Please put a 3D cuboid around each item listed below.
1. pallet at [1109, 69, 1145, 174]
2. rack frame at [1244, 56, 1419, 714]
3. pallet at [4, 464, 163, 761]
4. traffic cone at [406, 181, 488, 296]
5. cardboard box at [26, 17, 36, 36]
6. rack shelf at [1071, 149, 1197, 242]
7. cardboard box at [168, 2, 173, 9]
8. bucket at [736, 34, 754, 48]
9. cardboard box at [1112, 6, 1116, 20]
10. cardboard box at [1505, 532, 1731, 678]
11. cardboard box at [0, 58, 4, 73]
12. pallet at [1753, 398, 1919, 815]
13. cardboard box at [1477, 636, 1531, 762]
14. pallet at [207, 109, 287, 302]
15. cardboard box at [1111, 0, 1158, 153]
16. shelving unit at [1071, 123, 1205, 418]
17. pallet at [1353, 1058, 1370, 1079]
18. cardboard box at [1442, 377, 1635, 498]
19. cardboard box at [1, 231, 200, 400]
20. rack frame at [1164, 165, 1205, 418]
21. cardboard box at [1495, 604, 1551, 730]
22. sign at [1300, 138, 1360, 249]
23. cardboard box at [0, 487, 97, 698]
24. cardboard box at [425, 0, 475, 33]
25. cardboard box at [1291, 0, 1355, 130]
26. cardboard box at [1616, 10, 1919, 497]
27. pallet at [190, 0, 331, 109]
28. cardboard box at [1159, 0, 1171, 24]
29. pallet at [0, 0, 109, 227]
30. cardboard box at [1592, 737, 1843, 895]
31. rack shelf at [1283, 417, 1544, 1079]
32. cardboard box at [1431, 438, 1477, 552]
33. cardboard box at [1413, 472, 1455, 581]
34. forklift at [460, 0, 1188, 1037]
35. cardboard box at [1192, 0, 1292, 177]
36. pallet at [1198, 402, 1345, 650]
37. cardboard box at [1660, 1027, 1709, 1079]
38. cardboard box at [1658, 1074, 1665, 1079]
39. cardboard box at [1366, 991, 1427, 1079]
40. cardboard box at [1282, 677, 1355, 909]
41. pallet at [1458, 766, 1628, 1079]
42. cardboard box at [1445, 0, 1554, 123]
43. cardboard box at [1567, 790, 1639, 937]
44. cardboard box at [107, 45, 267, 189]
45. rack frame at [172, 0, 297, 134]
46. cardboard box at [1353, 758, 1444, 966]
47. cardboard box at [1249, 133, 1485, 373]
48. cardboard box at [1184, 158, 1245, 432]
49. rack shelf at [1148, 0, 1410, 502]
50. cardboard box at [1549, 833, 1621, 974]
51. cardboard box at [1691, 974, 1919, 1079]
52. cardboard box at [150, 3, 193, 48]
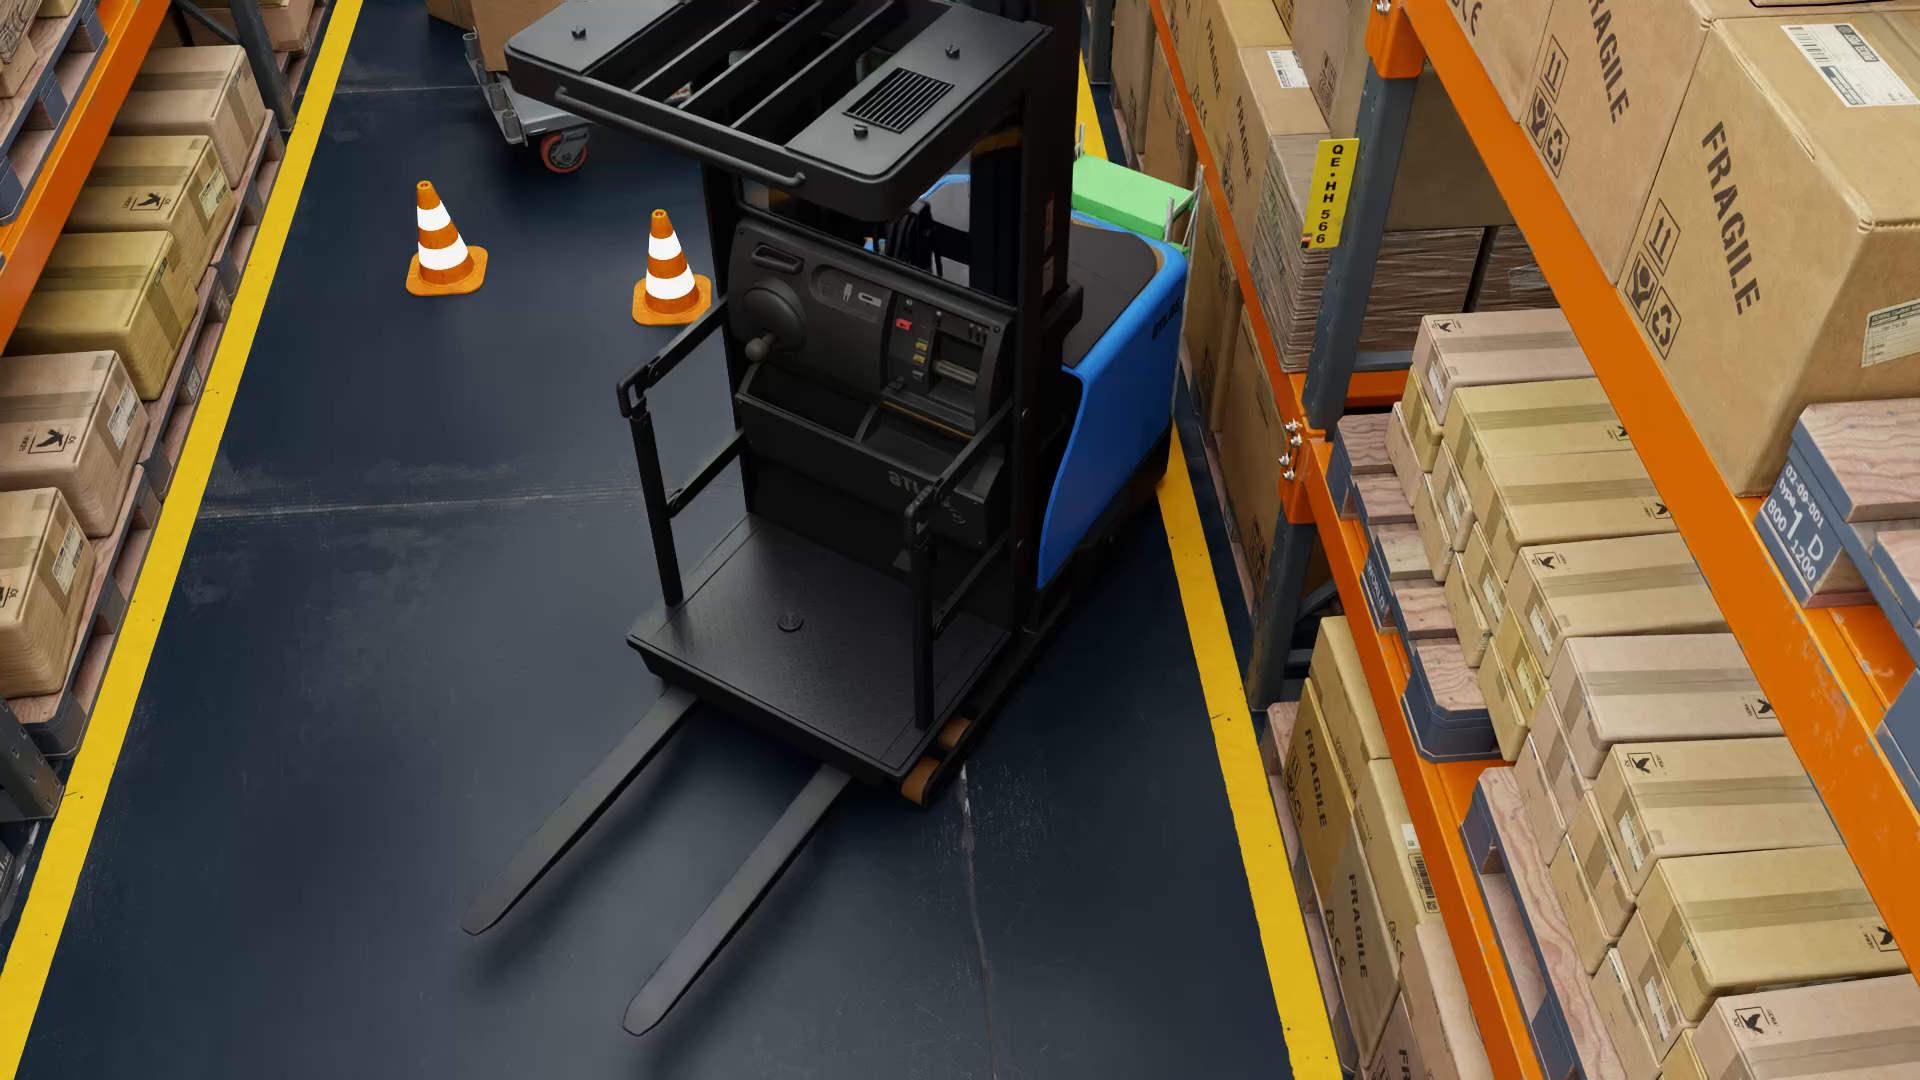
[{"bbox_3d":[1.293,-1.894,7.898,1.003,0.211,1.213,-3,47,-3],"label":"pallet"},{"bbox_3d":[1.488,-0.512,4.669,1.000,3.000,0.127,-3,47,-3],"label":"rack frame"},{"bbox_3d":[-3.500,0.255,5.863,1.003,0.211,1.213,-3,47,-3],"label":"pallet"},{"bbox_3d":[-2.272,-1.348,7.208,0.336,0.463,0.334,-3,47,-3],"label":"traffic cone"},{"bbox_3d":[-3.462,-1.799,5.772,0.380,0.149,0.250,-5,47,-5],"label":"cardboard box"},{"bbox_3d":[0.584,-1.214,6.000,0.480,0.148,0.258,26,52,22],"label":"rack shelf"},{"bbox_3d":[-4.088,-2.901,8.019,0.500,0.500,0.500,-4,47,-4],"label":"cardboard box"},{"bbox_3d":[-1.155,-2.762,8.007,0.726,0.611,0.620,11,58,10],"label":"bucket"},{"bbox_3d":[1.171,-3.279,8.464,0.875,0.875,0.875,-3,47,-3],"label":"cardboard box"},{"bbox_3d":[1.397,0.135,3.530,0.380,0.149,0.250,-5,47,-5],"label":"cardboard box"},{"bbox_3d":[-3.345,-1.519,5.060,0.500,0.500,0.500,-3,47,-3],"label":"cardboard box"},{"bbox_3d":[1.788,0.212,2.047,1.213,0.211,1.003,-3,47,-3],"label":"pallet"},{"bbox_3d":[1.394,0.350,3.736,0.380,0.149,0.250,-2,47,-1],"label":"cardboard box"},{"bbox_3d":[-3.704,-1.510,7.535,1.003,0.211,1.213,-3,47,-3],"label":"pallet"},{"bbox_3d":[1.295,-2.333,7.654,1.050,0.750,0.750,-4,47,-3],"label":"cardboard box"},{"bbox_3d":[0.584,-0.928,6.302,0.503,1.200,0.258,26,52,22],"label":"shelving unit"},{"bbox_3d":[1.651,1.893,4.312,1.003,0.211,1.213,-3,47,-3],"label":"pallet"},{"bbox_3d":[1.359,-0.234,3.880,0.380,0.149,0.250,-5,47,-4],"label":"cardboard box"},{"bbox_3d":[-3.601,-0.871,6.529,0.950,0.372,0.625,-2,47,-2],"label":"cardboard box"},{"bbox_3d":[0.787,-0.830,6.210,0.015,1.200,0.240,26,52,22],"label":"rack frame"},{"bbox_3d":[1.401,0.261,3.616,0.380,0.149,0.250,-3,47,-3],"label":"cardboard box"},{"bbox_3d":[0.935,-0.874,4.215,0.100,0.325,0.005,-3,47,-3],"label":"sign"},{"bbox_3d":[-3.473,0.212,5.504,0.950,0.372,0.625,-6,47,-6],"label":"cardboard box"},{"bbox_3d":[-2.505,-3.032,8.775,0.500,0.500,0.500,27,52,23],"label":"cardboard box"},{"bbox_3d":[1.417,-1.582,4.924,0.700,0.500,0.500,-4,47,-4],"label":"cardboard box"},{"bbox_3d":[1.367,-0.426,2.453,0.500,0.500,0.500,-3,47,-3],"label":"cardboard box"},{"bbox_3d":[-3.862,-2.557,8.526,1.003,0.211,1.213,-3,47,-3],"label":"pallet"},{"bbox_3d":[1.012,-2.317,6.309,0.500,0.500,0.500,-4,47,-4],"label":"cardboard box"},{"bbox_3d":[-3.642,-1.502,5.739,1.003,0.211,1.213,-3,47,-3],"label":"pallet"},{"bbox_3d":[1.446,0.522,3.164,0.380,0.149,0.250,-2,47,-2],"label":"cardboard box"},{"bbox_3d":[1.656,1.182,3.560,1.077,0.370,4.000,-3,47,-3],"label":"rack shelf"},{"bbox_3d":[1.353,-0.114,3.971,0.380,0.149,0.250,-1,47,-1],"label":"cardboard box"},{"bbox_3d":[1.347,-0.040,4.106,0.380,0.149,0.250,-1,47,-1],"label":"cardboard box"},{"bbox_3d":[-0.396,-0.535,4.738,1.130,2.935,3.031,24,51,21],"label":"forklift"},{"bbox_3d":[1.101,-1.579,5.610,0.500,0.500,0.500,-4,47,-4],"label":"cardboard box"},{"bbox_3d":[1.497,-0.128,6.226,1.003,0.211,1.213,-3,47,-3],"label":"pallet"},{"bbox_3d":[1.479,0.992,2.923,0.380,0.149,0.250,-3,47,-3],"label":"cardboard box"},{"bbox_3d":[1.480,1.106,3.020,0.380,0.149,0.250,-2,47,-2],"label":"cardboard box"},{"bbox_3d":[1.387,1.465,4.229,0.500,0.500,0.500,-5,47,-4],"label":"cardboard box"},{"bbox_3d":[1.293,0.730,4.925,0.500,0.500,0.500,-5,47,-5],"label":"cardboard box"},{"bbox_3d":[1.695,0.983,3.385,1.003,0.211,1.213,-3,47,-3],"label":"pallet"},{"bbox_3d":[1.271,-1.149,3.137,0.500,0.500,0.500,-3,47,-3],"label":"cardboard box"},{"bbox_3d":[1.438,0.621,3.275,0.380,0.149,0.250,-4,47,-4],"label":"cardboard box"},{"bbox_3d":[-3.724,-1.894,7.498,0.950,0.372,0.625,-3,47,-3],"label":"cardboard box"},{"bbox_3d":[-3.771,-3.032,7.056,1.000,3.000,0.127,-3,47,-3],"label":"rack frame"},{"bbox_3d":[1.347,0.826,4.318,0.500,0.250,0.500,-4,47,-4],"label":"cardboard box"},{"bbox_3d":[1.183,-0.856,4.926,0.500,0.500,0.500,-3,47,-3],"label":"cardboard box"},{"bbox_3d":[1.450,-0.961,6.355,1.050,0.750,0.750,-3,47,-3],"label":"cardboard box"},{"bbox_3d":[1.321,-1.712,6.301,1.077,0.370,4.000,-3,47,-3],"label":"rack shelf"},{"bbox_3d":[1.438,0.725,3.381,0.380,0.149,0.250,-3,47,-3],"label":"cardboard box"},{"bbox_3d":[1.487,0.898,2.808,0.380,0.149,0.250,-5,47,-5],"label":"cardboard box"},{"bbox_3d":[-4.088,-2.643,8.291,0.500,0.250,0.500,-2,47,-1],"label":"cardboard box"}]
